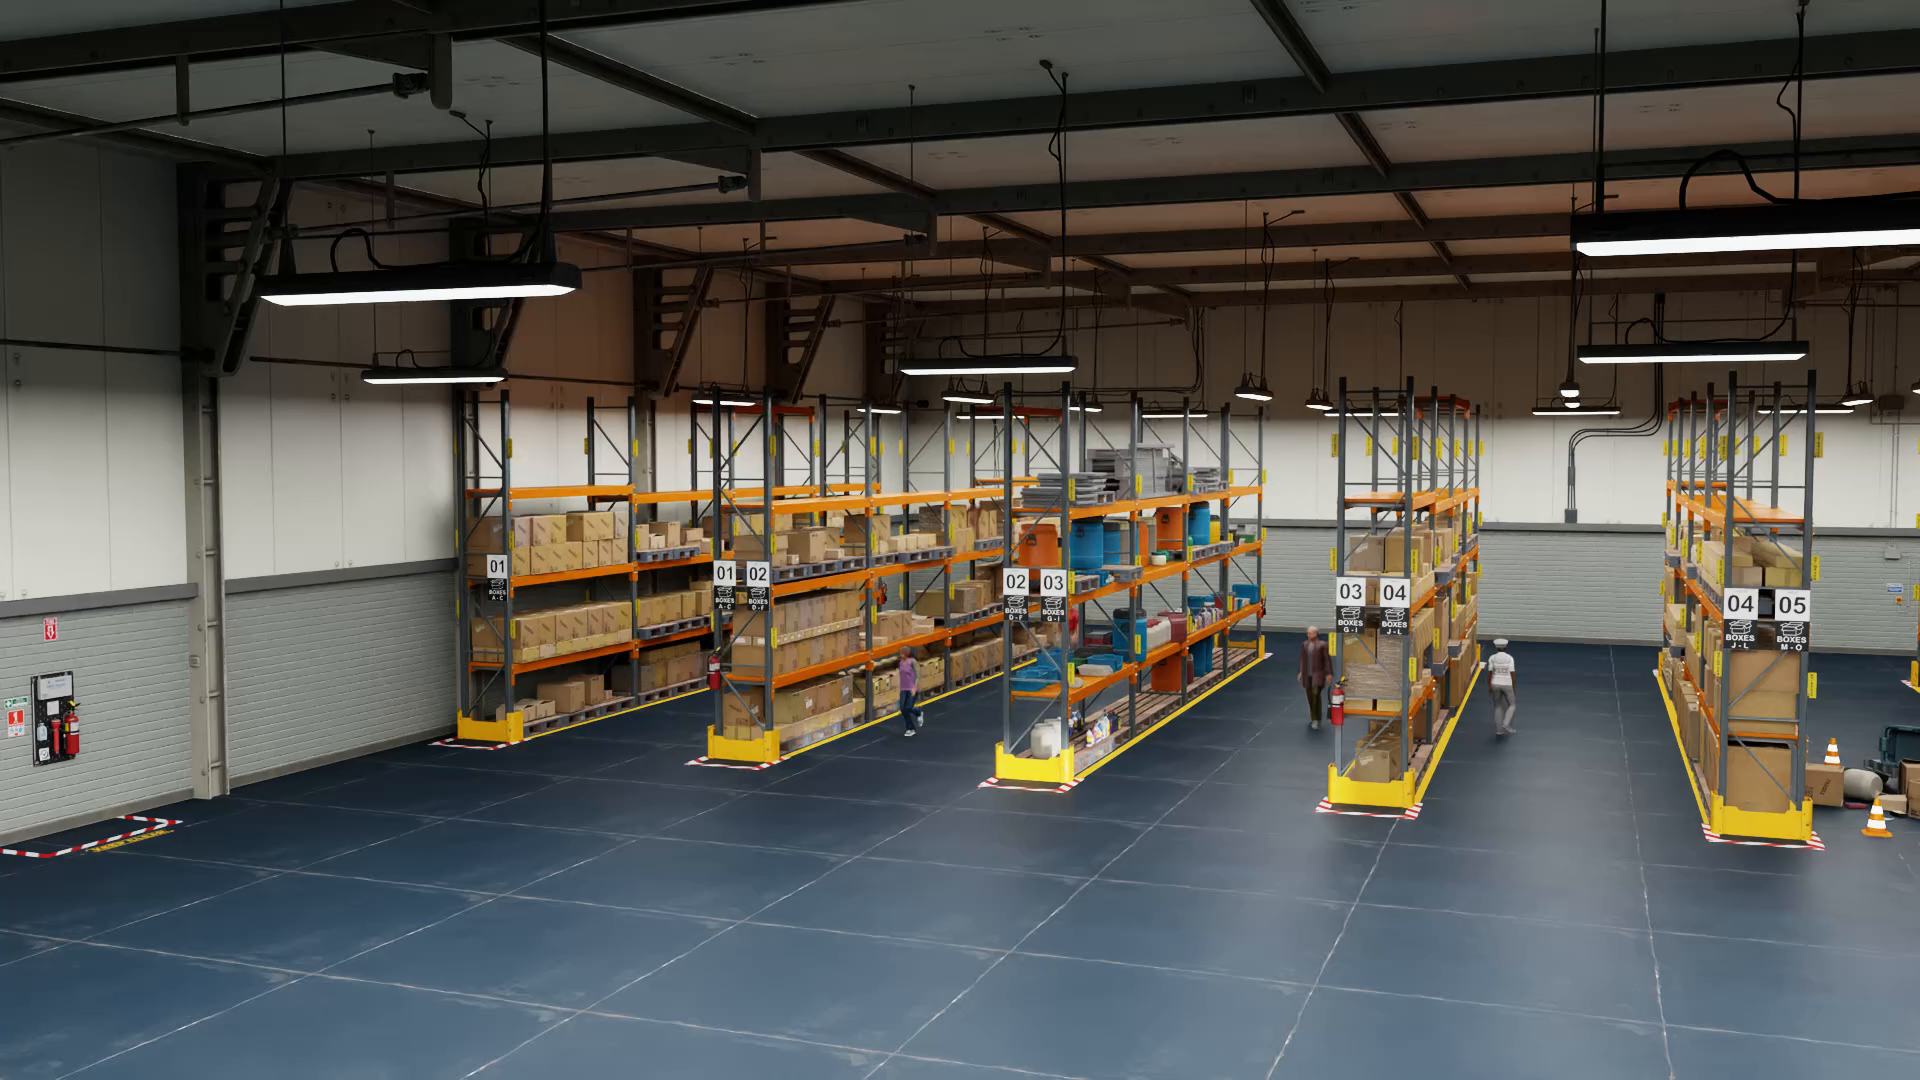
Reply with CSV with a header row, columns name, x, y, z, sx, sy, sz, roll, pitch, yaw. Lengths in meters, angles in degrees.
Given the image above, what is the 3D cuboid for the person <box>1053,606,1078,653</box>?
name,x,y,z,sx,sy,sz,roll,pitch,yaw
person,2.369,2.001,36.415,0.541,1.453,1.053,1,3,18

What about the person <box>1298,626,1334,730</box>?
name,x,y,z,sx,sy,sz,roll,pitch,yaw
person,6.350,2.466,30.039,0.705,1.794,0.661,-3,4,-43

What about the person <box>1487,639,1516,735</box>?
name,x,y,z,sx,sy,sz,roll,pitch,yaw
person,9.466,2.573,29.022,0.512,1.674,0.509,2,3,26

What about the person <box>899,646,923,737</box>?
name,x,y,z,sx,sy,sz,roll,pitch,yaw
person,-0.861,2.626,29.058,0.480,1.571,0.490,3,4,40
